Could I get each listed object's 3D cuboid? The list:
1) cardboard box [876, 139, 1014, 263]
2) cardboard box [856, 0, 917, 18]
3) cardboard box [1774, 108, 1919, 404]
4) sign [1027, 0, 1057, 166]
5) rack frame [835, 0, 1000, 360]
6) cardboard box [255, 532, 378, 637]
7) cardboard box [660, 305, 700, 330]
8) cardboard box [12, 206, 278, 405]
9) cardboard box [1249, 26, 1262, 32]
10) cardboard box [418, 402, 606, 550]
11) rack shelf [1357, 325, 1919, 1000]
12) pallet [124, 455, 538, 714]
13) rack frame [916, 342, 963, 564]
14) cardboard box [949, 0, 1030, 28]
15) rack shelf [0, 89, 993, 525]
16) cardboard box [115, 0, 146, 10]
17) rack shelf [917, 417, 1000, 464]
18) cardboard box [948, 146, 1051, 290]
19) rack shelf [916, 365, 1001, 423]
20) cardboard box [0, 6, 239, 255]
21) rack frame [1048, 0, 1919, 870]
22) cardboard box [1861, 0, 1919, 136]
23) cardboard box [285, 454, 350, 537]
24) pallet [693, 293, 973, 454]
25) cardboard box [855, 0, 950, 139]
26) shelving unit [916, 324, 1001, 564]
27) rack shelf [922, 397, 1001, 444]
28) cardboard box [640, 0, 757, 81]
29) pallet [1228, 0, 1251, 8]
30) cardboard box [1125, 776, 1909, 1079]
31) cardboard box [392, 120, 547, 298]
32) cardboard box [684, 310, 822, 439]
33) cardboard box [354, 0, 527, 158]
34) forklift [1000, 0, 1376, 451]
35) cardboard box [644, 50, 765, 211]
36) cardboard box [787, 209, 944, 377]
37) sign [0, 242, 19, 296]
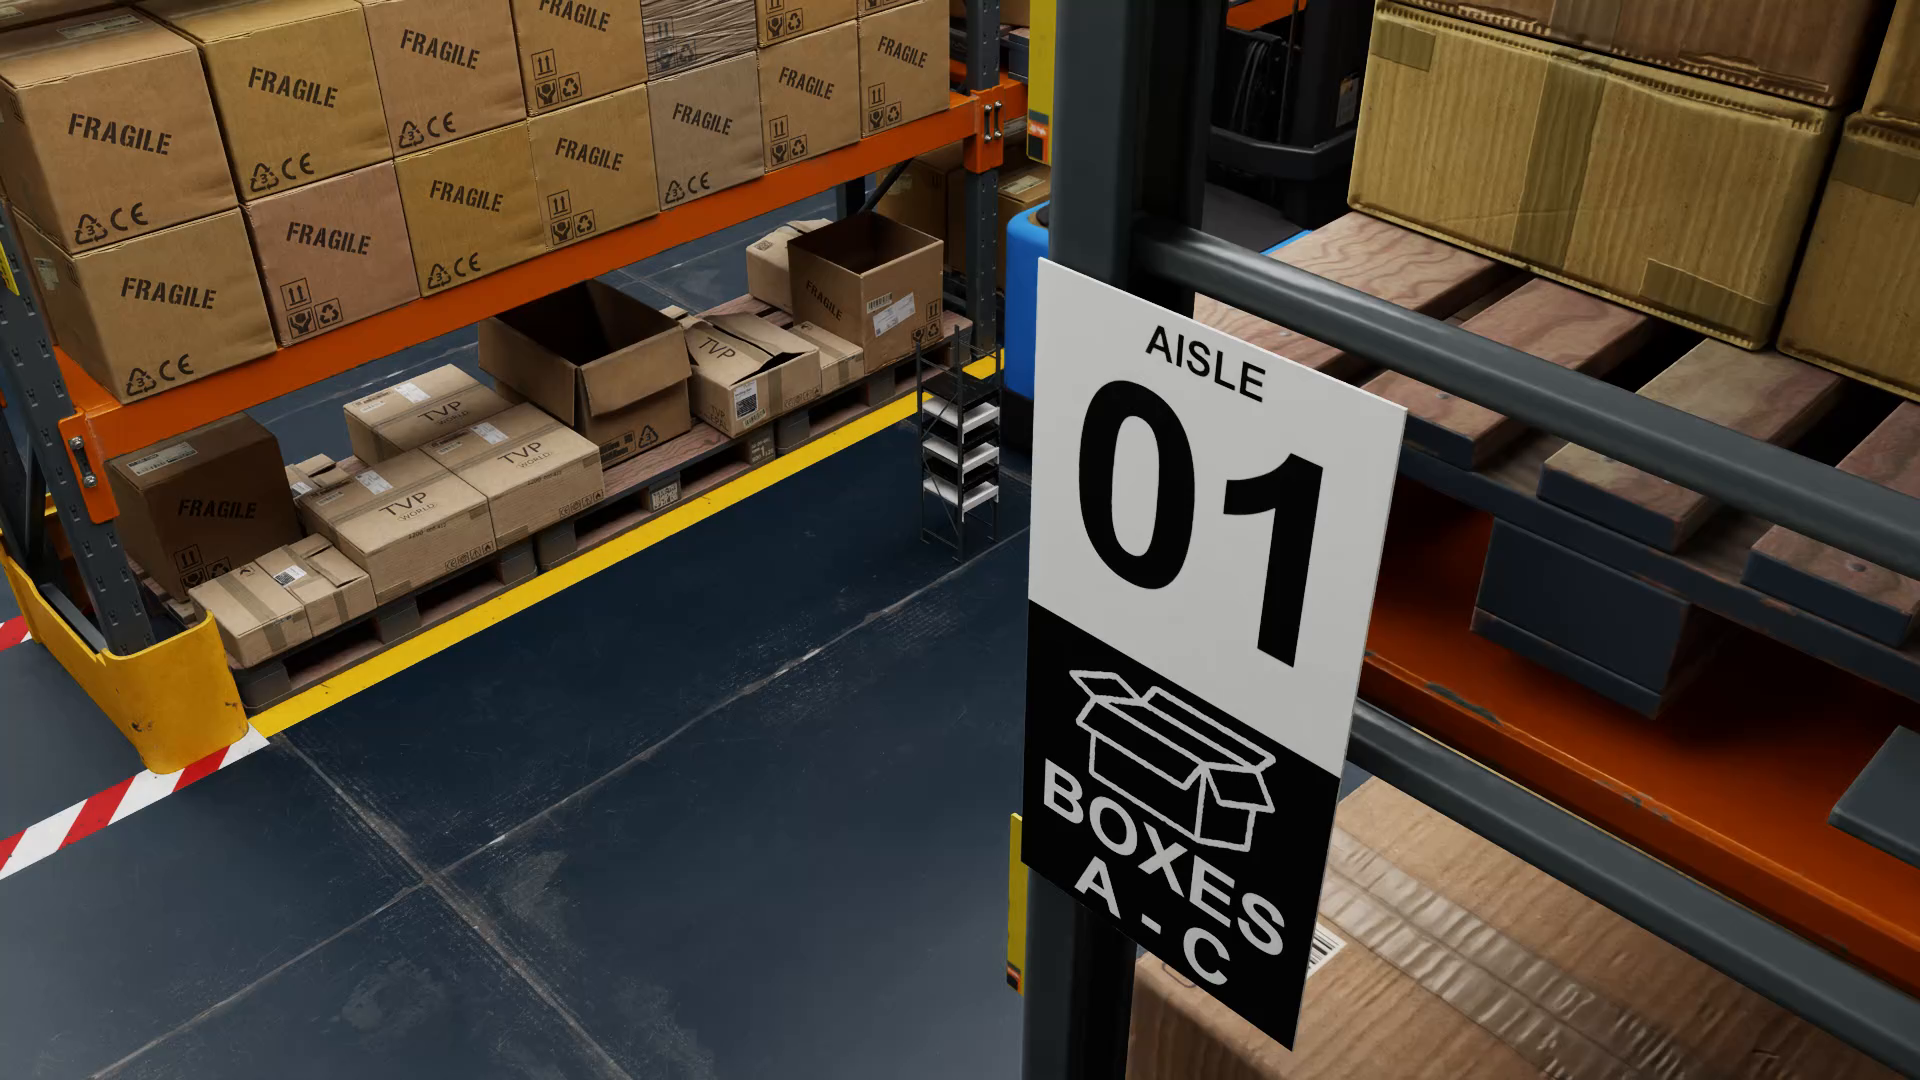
[{"bbox_3d":[-0.078,-1.791,8.497,0.500,0.500,0.500,29,44,35],"label":"cardboard box"},{"bbox_3d":[-0.395,-2.462,6.696,0.500,0.500,0.500,-30,45,-35],"label":"cardboard box"},{"bbox_3d":[1.166,-0.281,1.585,0.500,0.250,0.500,-27,43,-33],"label":"cardboard box"},{"bbox_3d":[0.102,-0.487,1.499,0.100,0.325,0.005,30,45,35],"label":"sign"},{"bbox_3d":[-0.222,-2.320,7.455,1.000,3.000,0.127,30,45,35],"label":"rack frame"},{"bbox_3d":[-2.326,0.152,6.002,0.380,0.166,0.250,30,45,35],"label":"cardboard box"},{"bbox_3d":[-1.274,-0.900,7.511,0.380,0.166,0.250,30,45,35],"label":"cardboard box"},{"bbox_3d":[-2.541,-0.812,5.204,0.500,0.500,0.500,-29,44,-35],"label":"cardboard box"},{"bbox_3d":[1.707,-2.815,9.965,0.500,0.500,0.500,28,44,34],"label":"cardboard box"},{"bbox_3d":[-1.752,-0.262,6.522,0.500,0.250,0.500,30,45,35],"label":"cardboard box"},{"bbox_3d":[1.886,-0.449,2.778,1.077,0.370,4.000,30,45,35],"label":"rack shelf"},{"bbox_3d":[-2.426,0.092,6.433,1.003,0.211,1.213,30,45,35],"label":"pallet"},{"bbox_3d":[-0.077,-0.325,6.429,0.240,0.900,0.006,30,45,35],"label":"rack frame"},{"bbox_3d":[0.270,-2.636,7.453,0.700,0.500,0.500,15,38,21],"label":"cardboard box"},{"bbox_3d":[-1.632,-1.213,6.497,1.077,0.370,4.000,30,45,35],"label":"rack shelf"},{"bbox_3d":[-2.567,-1.645,5.525,0.500,0.500,0.500,-29,44,-34],"label":"cardboard box"},{"bbox_3d":[-0.006,-0.412,6.455,0.258,0.077,0.200,30,45,35],"label":"rack shelf"},{"bbox_3d":[0.291,-1.574,8.185,0.500,0.500,0.500,27,43,33],"label":"cardboard box"},{"bbox_3d":[-0.006,-0.560,6.352,0.258,0.077,0.200,30,45,35],"label":"rack shelf"},{"bbox_3d":[-2.541,-1.222,4.918,0.500,0.500,0.500,-28,44,-34],"label":"cardboard box"},{"bbox_3d":[0.477,-1.162,0.550,1.000,3.000,0.127,30,45,35],"label":"rack frame"},{"bbox_3d":[1.163,-0.590,1.373,0.500,0.500,0.500,28,43,34],"label":"cardboard box"},{"bbox_3d":[-2.483,-0.163,6.454,0.380,0.166,0.250,30,45,35],"label":"cardboard box"},{"bbox_3d":[-0.707,-0.898,7.853,1.003,0.211,1.213,30,45,35],"label":"pallet"},{"bbox_3d":[-0.393,-2.055,6.987,0.500,0.500,0.500,-29,44,-35],"label":"cardboard box"},{"bbox_3d":[-0.006,-0.366,6.488,0.258,0.900,0.210,30,45,35],"label":"shelving unit"},{"bbox_3d":[-0.006,-0.486,6.404,0.258,0.077,0.200,30,45,35],"label":"rack shelf"},{"bbox_3d":[-1.109,-2.048,6.103,0.500,0.500,0.500,-30,44,-35],"label":"cardboard box"},{"bbox_3d":[1.229,-3.074,8.703,1.003,0.211,1.213,30,45,35],"label":"pallet"},{"bbox_3d":[0.829,0.964,2.483,0.700,0.700,0.980,-28,43,-34],"label":"cardboard box"},{"bbox_3d":[-1.826,-1.226,5.798,0.500,0.500,0.500,29,44,35],"label":"cardboard box"},{"bbox_3d":[-0.951,-0.748,7.166,0.500,0.311,0.500,30,45,35],"label":"cardboard box"},{"bbox_3d":[-1.822,-1.638,5.515,0.500,0.500,0.500,-29,44,-35],"label":"cardboard box"},{"bbox_3d":[1.563,-2.039,7.111,1.130,2.935,3.031,29,44,35],"label":"forklift"},{"bbox_3d":[-1.115,-1.636,6.386,0.500,0.500,0.500,-29,44,-35],"label":"cardboard box"},{"bbox_3d":[-0.423,-1.130,7.549,0.500,0.500,0.500,30,45,35],"label":"cardboard box"},{"bbox_3d":[-2.656,-0.833,4.566,0.100,0.325,0.005,30,45,35],"label":"sign"}]
